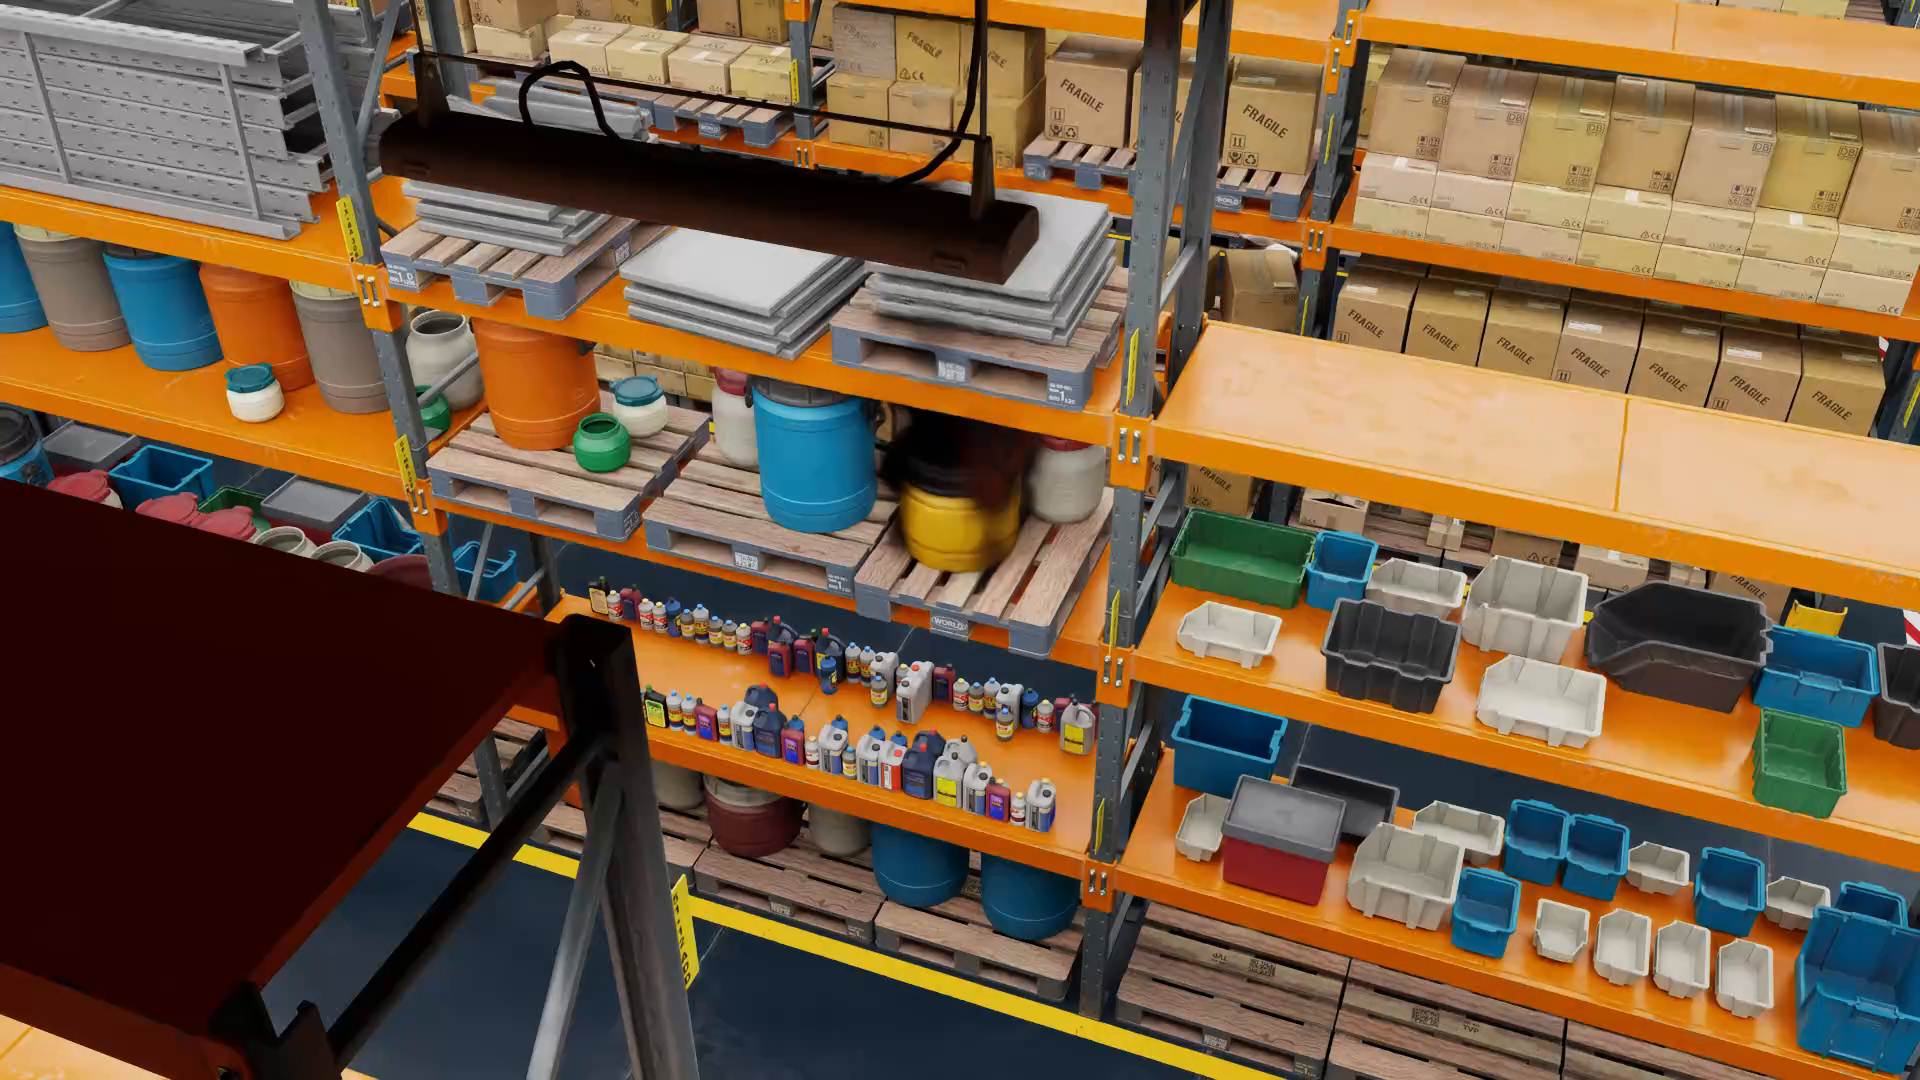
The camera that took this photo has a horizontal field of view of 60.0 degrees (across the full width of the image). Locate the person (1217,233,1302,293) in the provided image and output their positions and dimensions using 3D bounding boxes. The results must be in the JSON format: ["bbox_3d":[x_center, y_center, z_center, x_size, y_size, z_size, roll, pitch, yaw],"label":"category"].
[{"bbox_3d":[2.642,-1.928,14.537,0.837,1.787,0.729,13,38,17],"label":"person"}]

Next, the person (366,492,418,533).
[{"bbox_3d":[-4.665,-0.635,12.809,0.818,1.730,0.592,6,37,8],"label":"person"}]
